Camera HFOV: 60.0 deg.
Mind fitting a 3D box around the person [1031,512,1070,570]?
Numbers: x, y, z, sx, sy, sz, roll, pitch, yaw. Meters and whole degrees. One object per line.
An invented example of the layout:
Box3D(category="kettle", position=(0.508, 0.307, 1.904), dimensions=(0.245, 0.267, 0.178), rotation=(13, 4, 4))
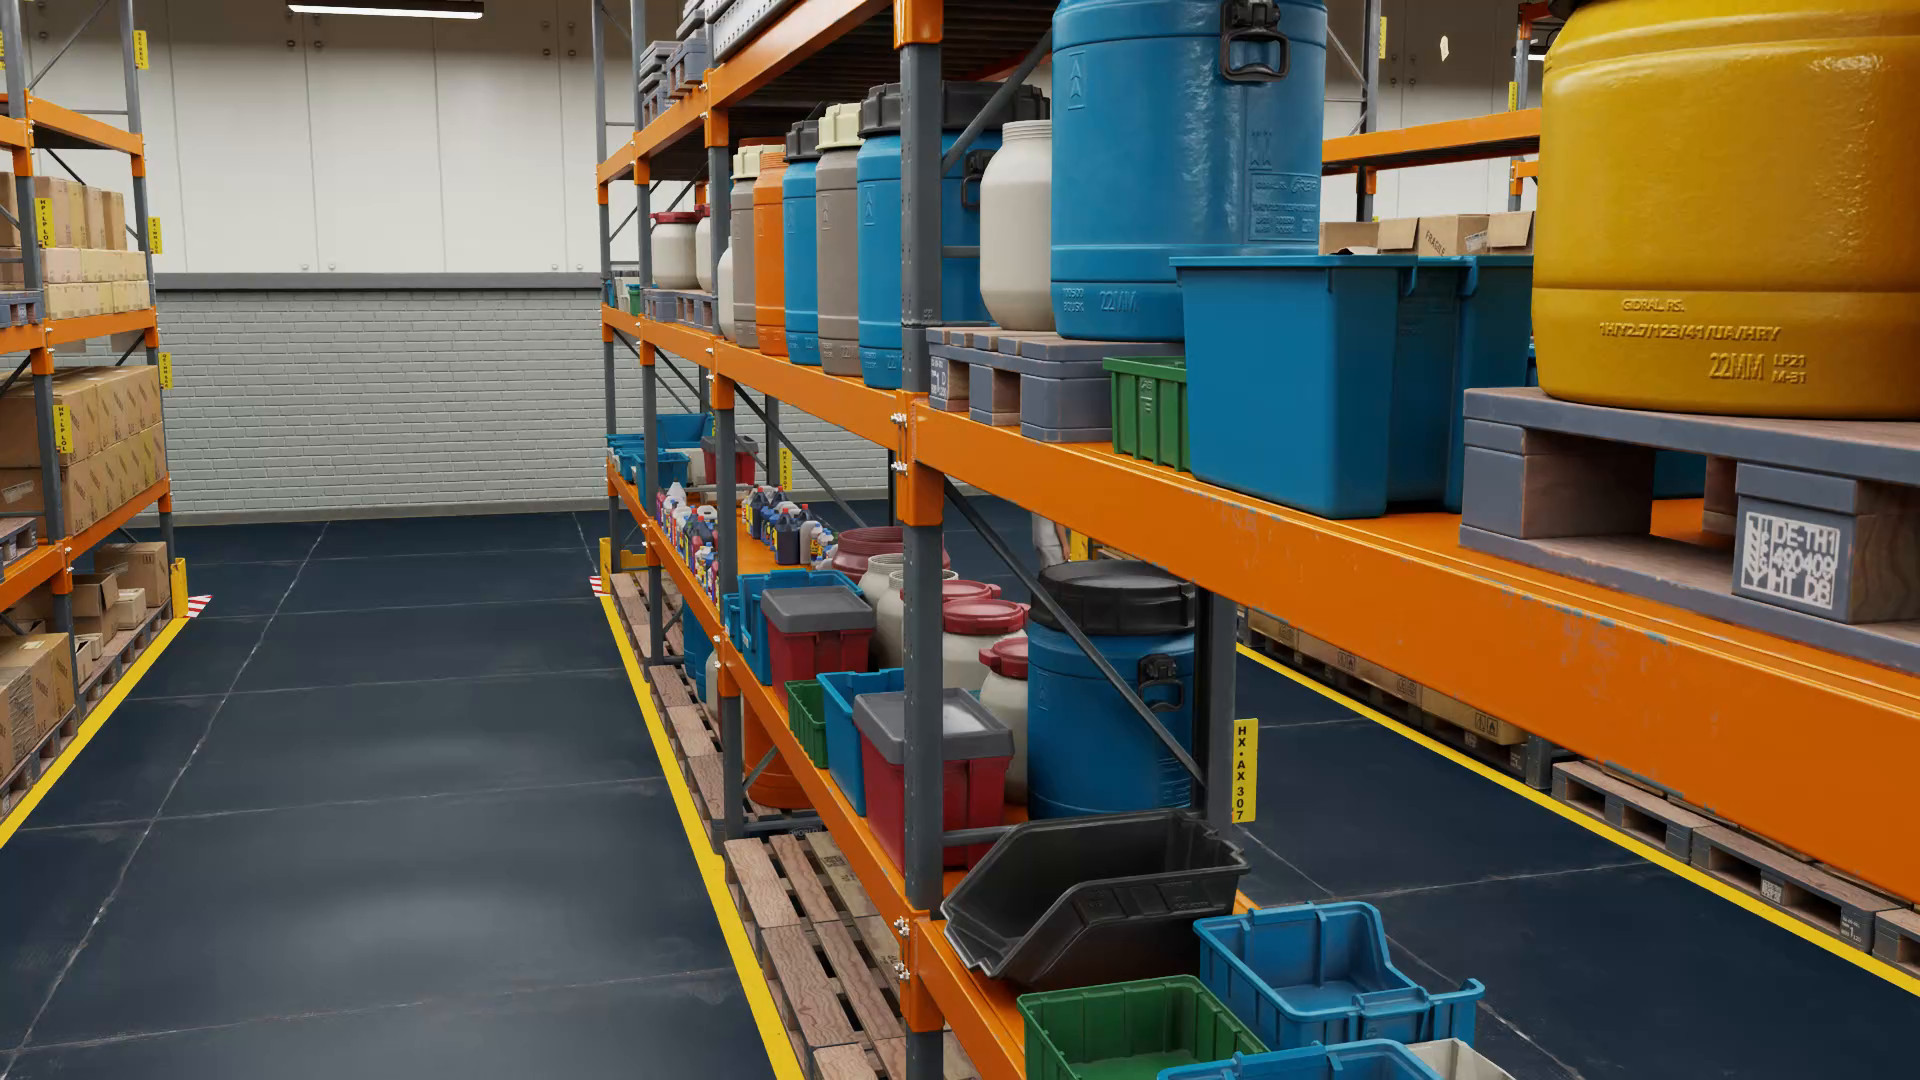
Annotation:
Box3D(category="person", position=(0.826, 0.046, 14.108), dimensions=(0.416, 1.671, 0.503), rotation=(-3, 10, -19))
